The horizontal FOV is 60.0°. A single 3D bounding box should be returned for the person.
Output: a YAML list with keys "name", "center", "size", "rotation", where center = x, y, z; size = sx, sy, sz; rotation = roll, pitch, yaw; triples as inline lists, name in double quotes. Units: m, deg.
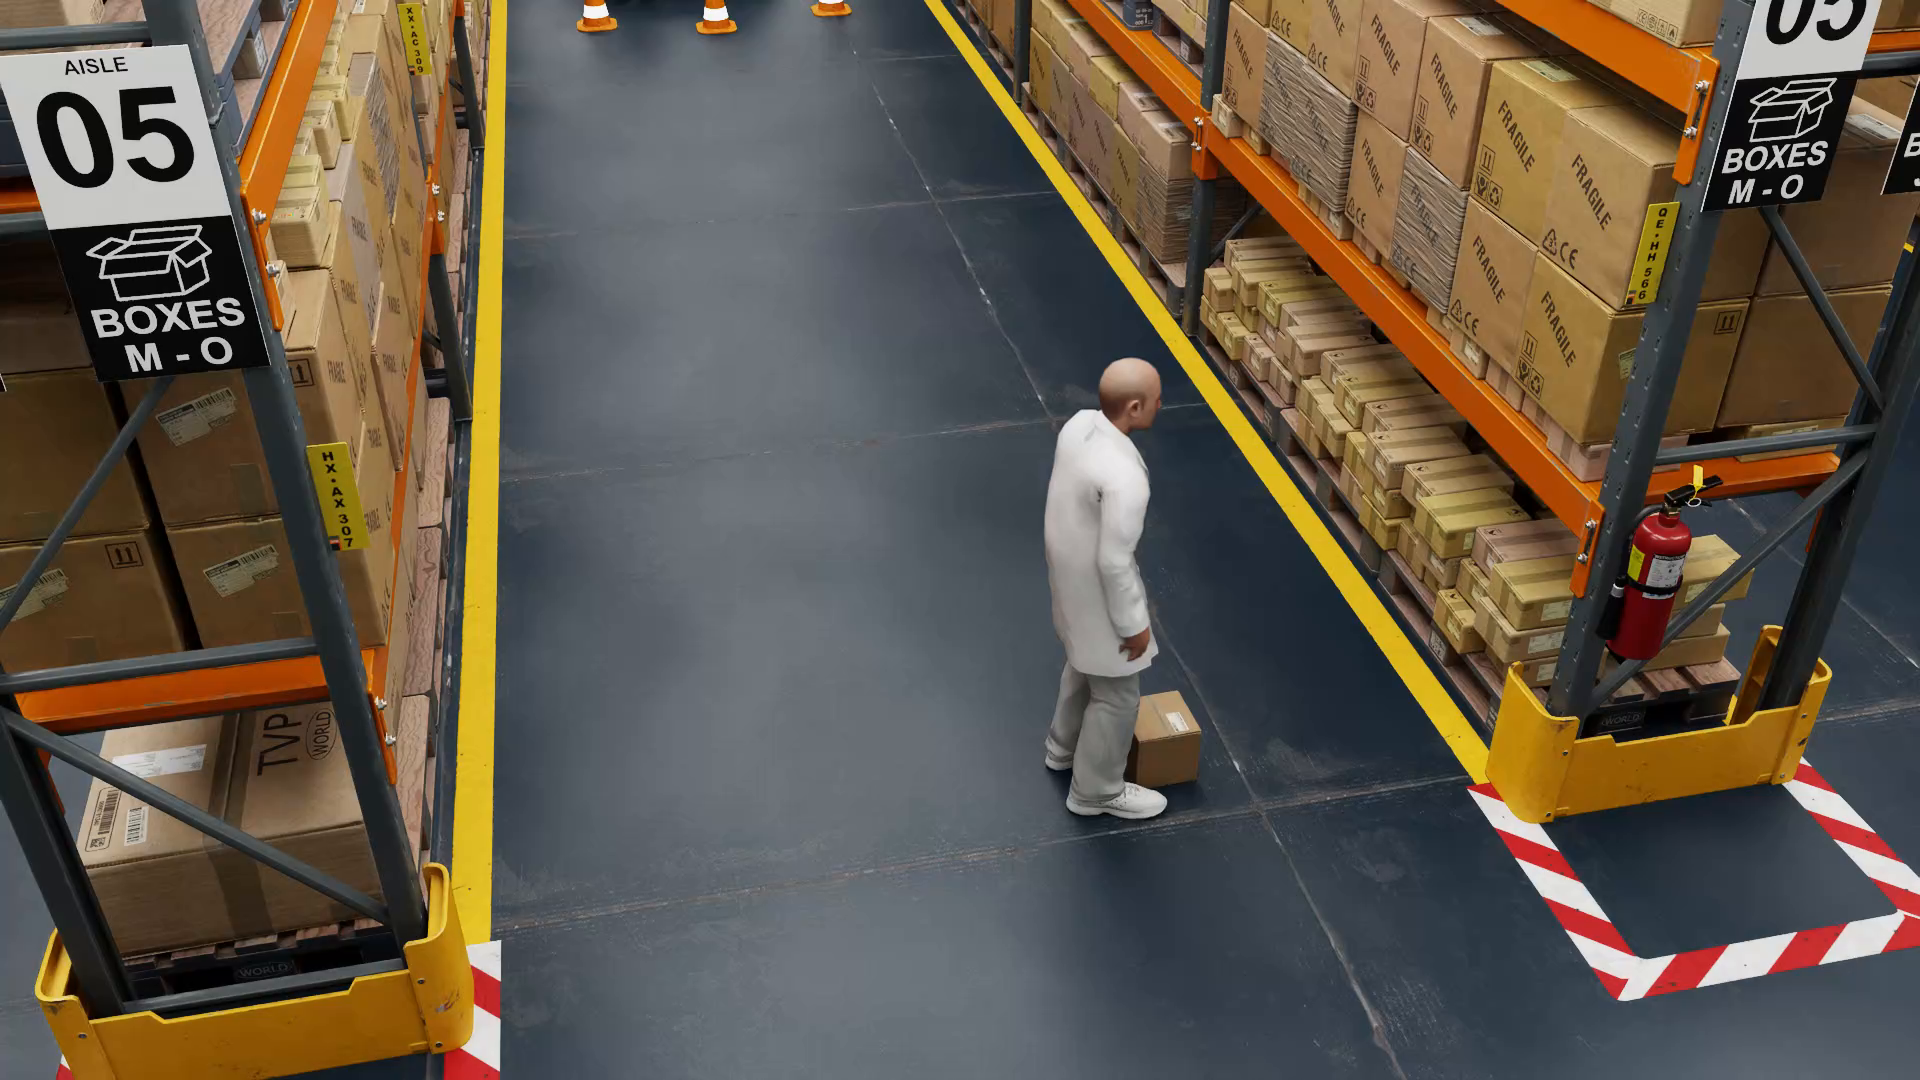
- name: "person"
  center: [4.842, -3.920, 11.989]
  size: [12.155, 1.774, 12.979]
  rotation: [-7, 35, -11]
